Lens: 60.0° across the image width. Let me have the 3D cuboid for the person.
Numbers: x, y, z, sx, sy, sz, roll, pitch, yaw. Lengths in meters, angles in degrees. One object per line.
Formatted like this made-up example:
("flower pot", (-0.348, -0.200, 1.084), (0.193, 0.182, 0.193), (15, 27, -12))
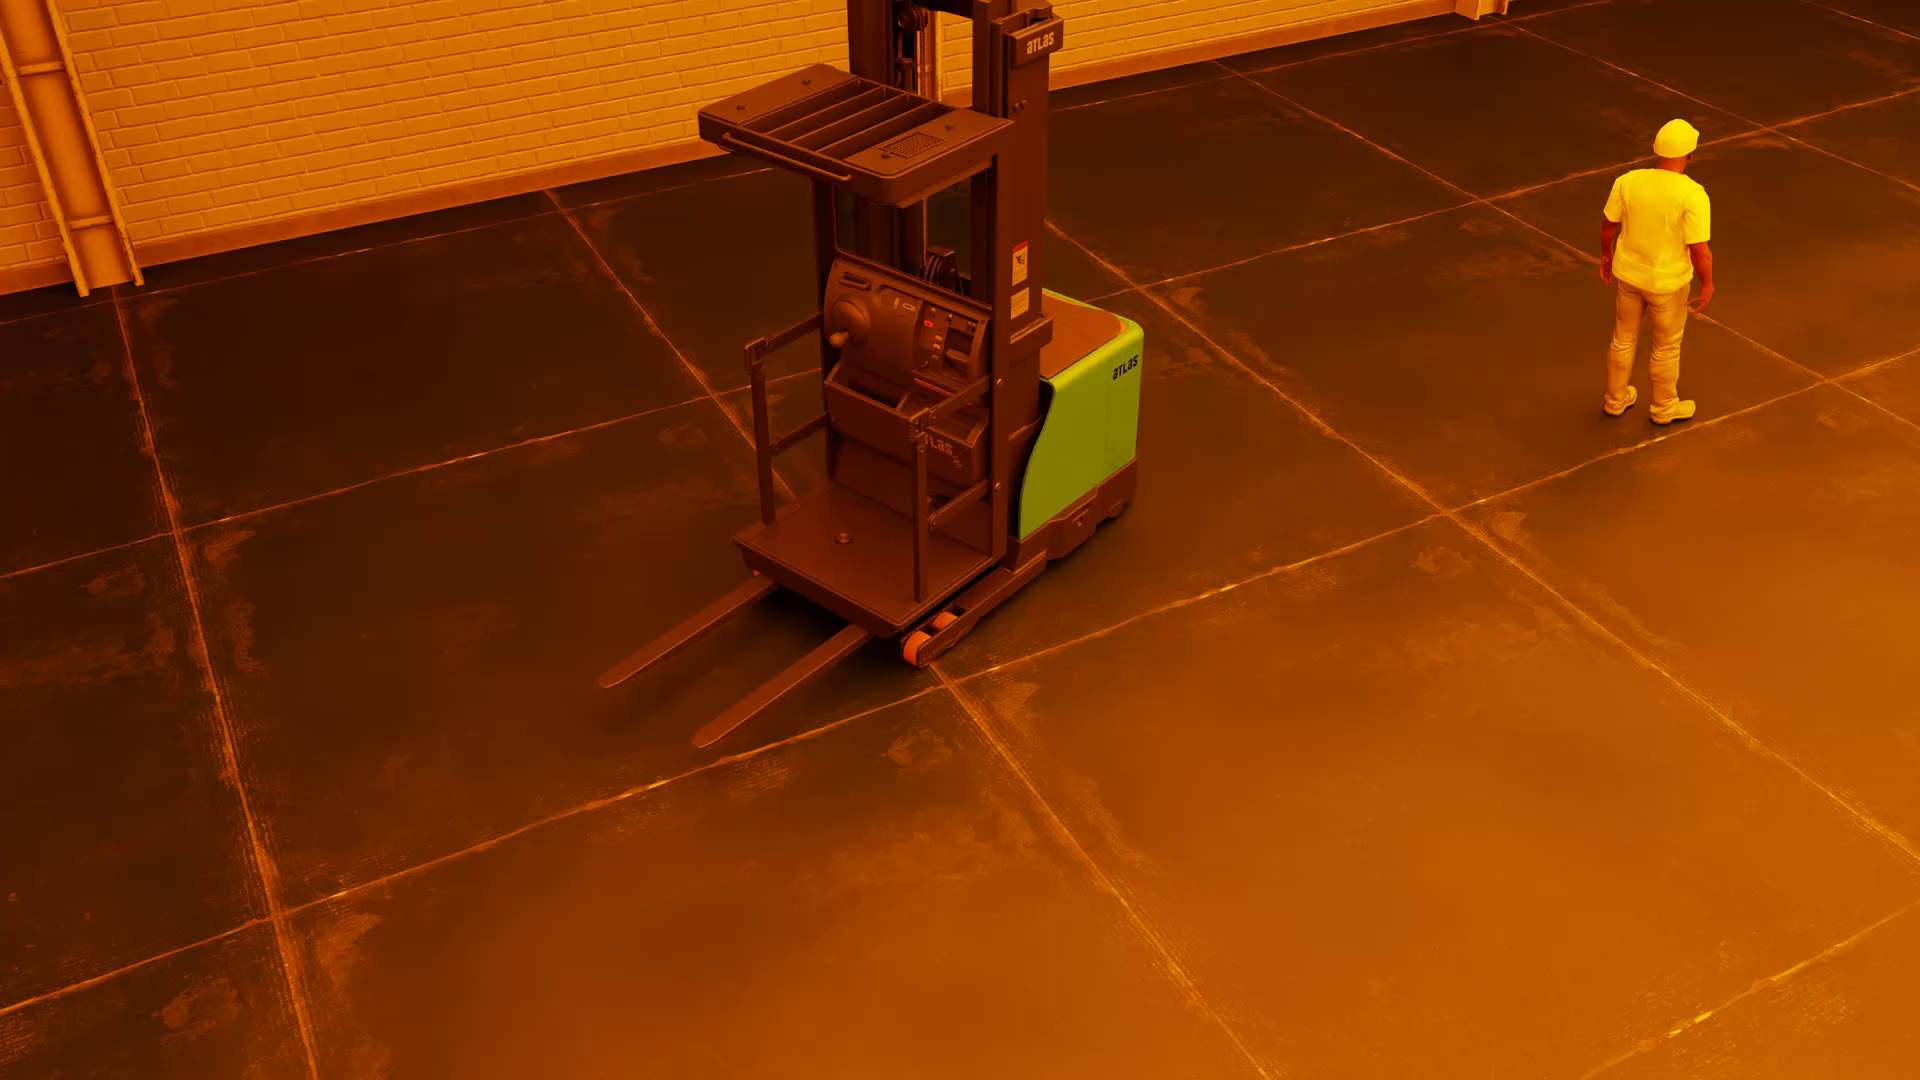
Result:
("person", (3.887, -1.496, 9.237), (0.574, 1.769, 0.665), (-26, 43, -31))

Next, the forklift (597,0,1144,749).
("forklift", (-0.390, -0.927, 7.434), (1.130, 2.935, 3.031), (26, 43, 31))
